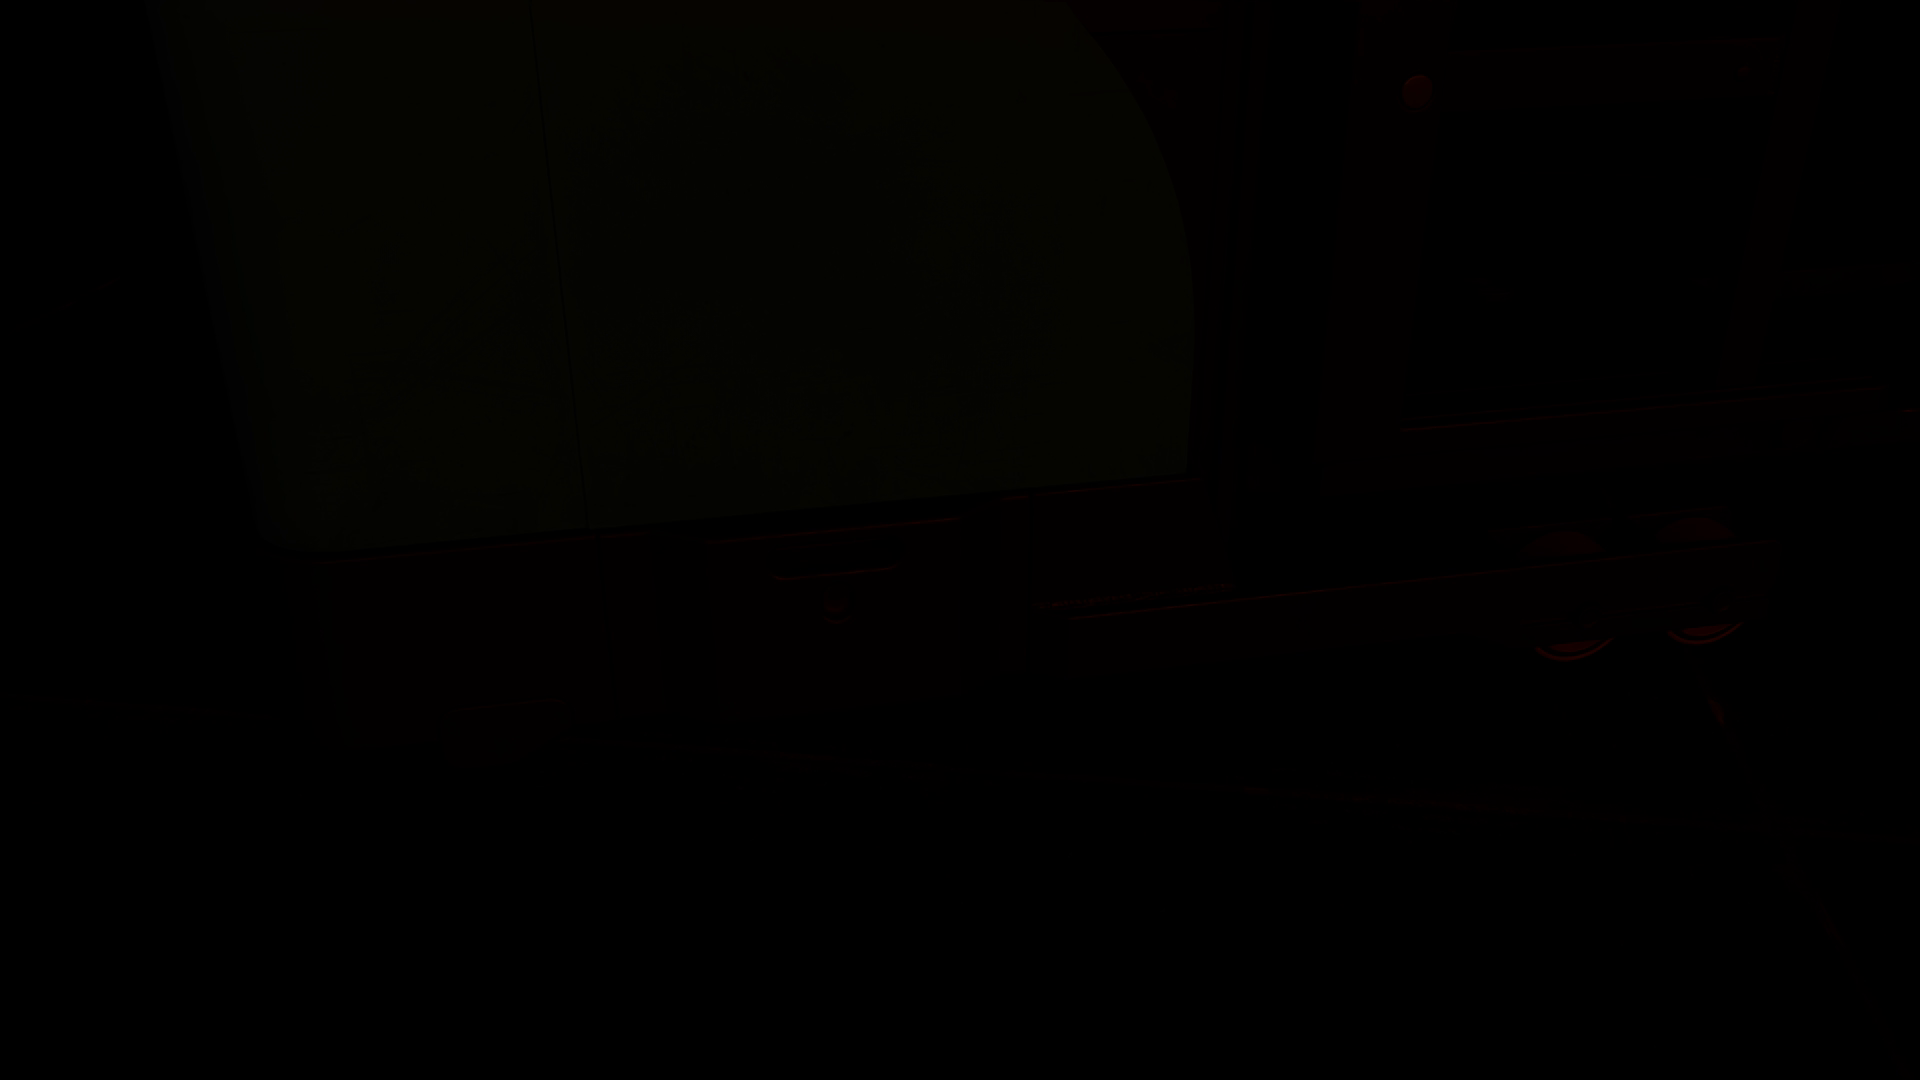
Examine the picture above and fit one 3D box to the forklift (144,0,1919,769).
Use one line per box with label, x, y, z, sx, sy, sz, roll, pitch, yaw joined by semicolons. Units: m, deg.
forklift;0.598;-1.378;1.978;3.031;2.935;1.130;-6;27;-11
